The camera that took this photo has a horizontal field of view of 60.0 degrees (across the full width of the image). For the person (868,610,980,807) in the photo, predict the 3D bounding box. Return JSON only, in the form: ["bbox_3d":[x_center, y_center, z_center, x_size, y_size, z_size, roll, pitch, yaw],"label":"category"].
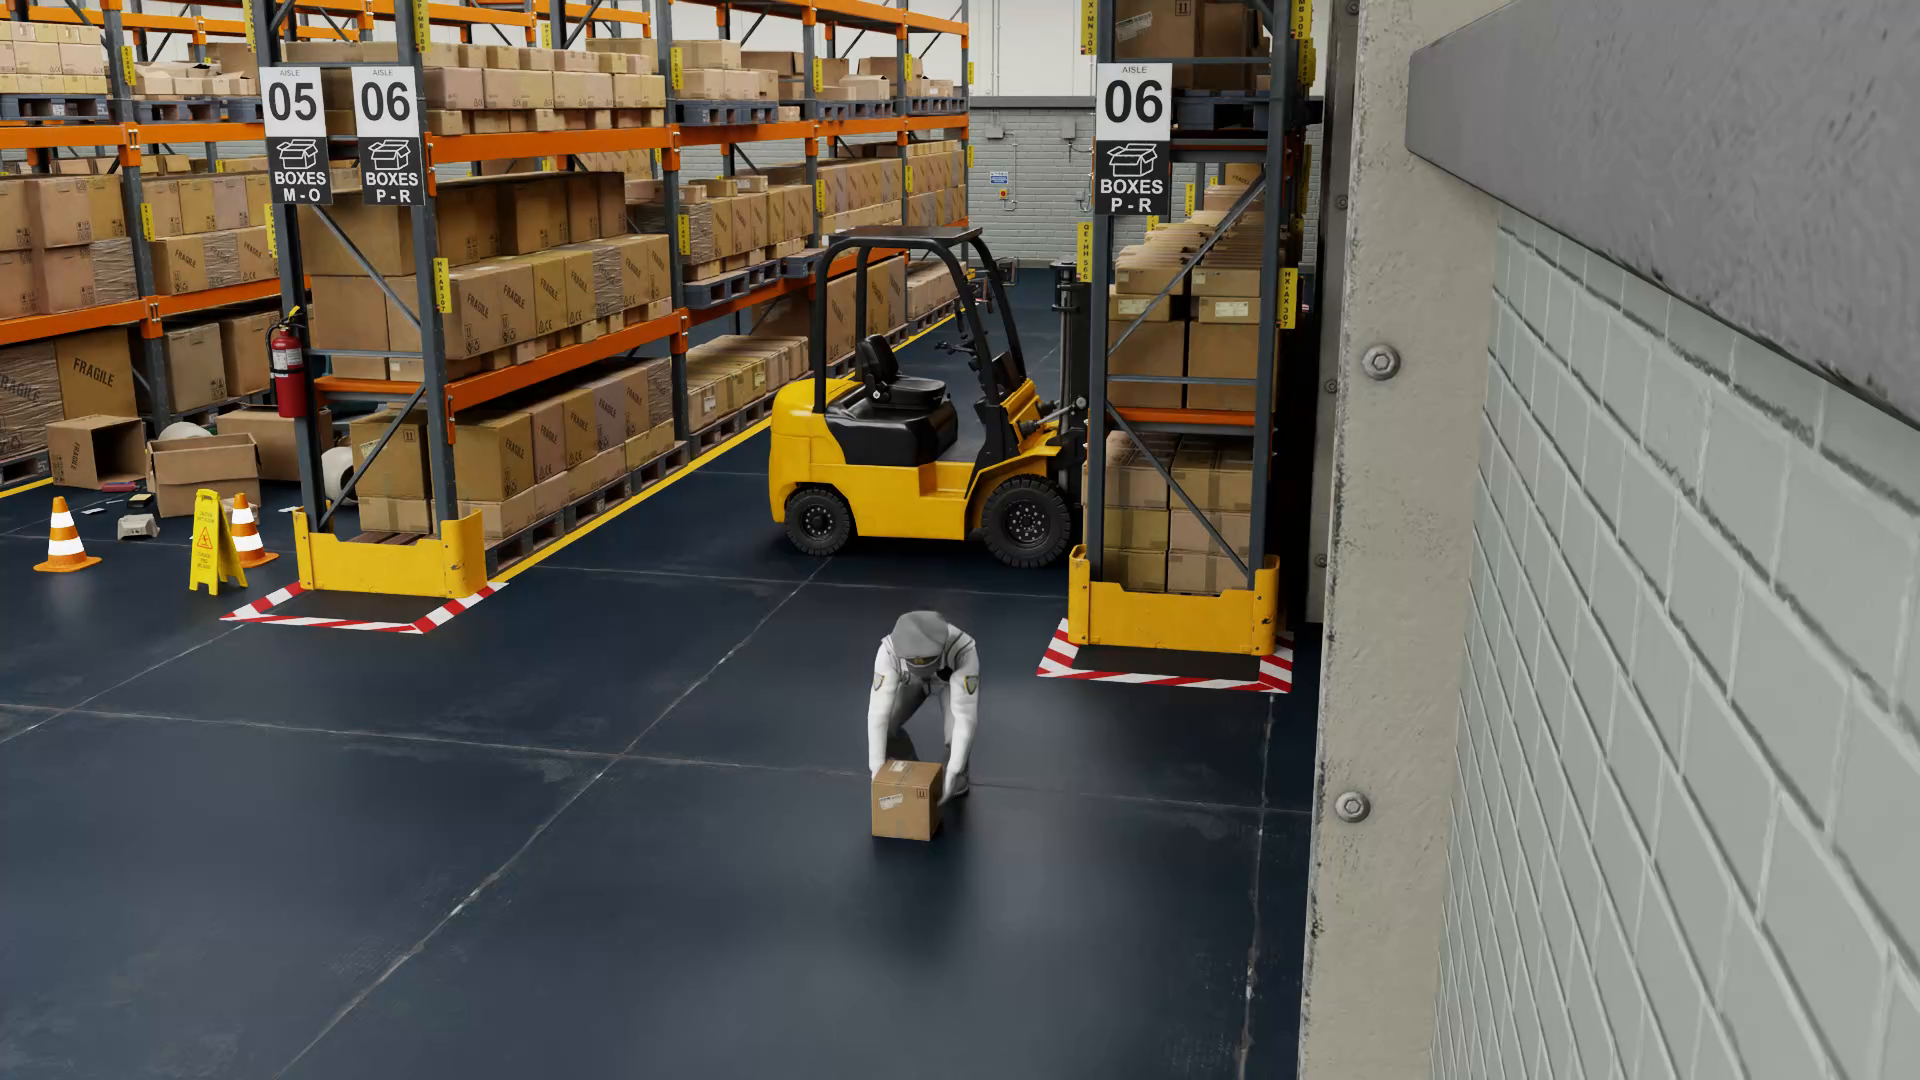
[{"bbox_3d":[-0.135,0.693,7.309,0.492,0.946,0.850,3,15,11],"label":"person"}]
